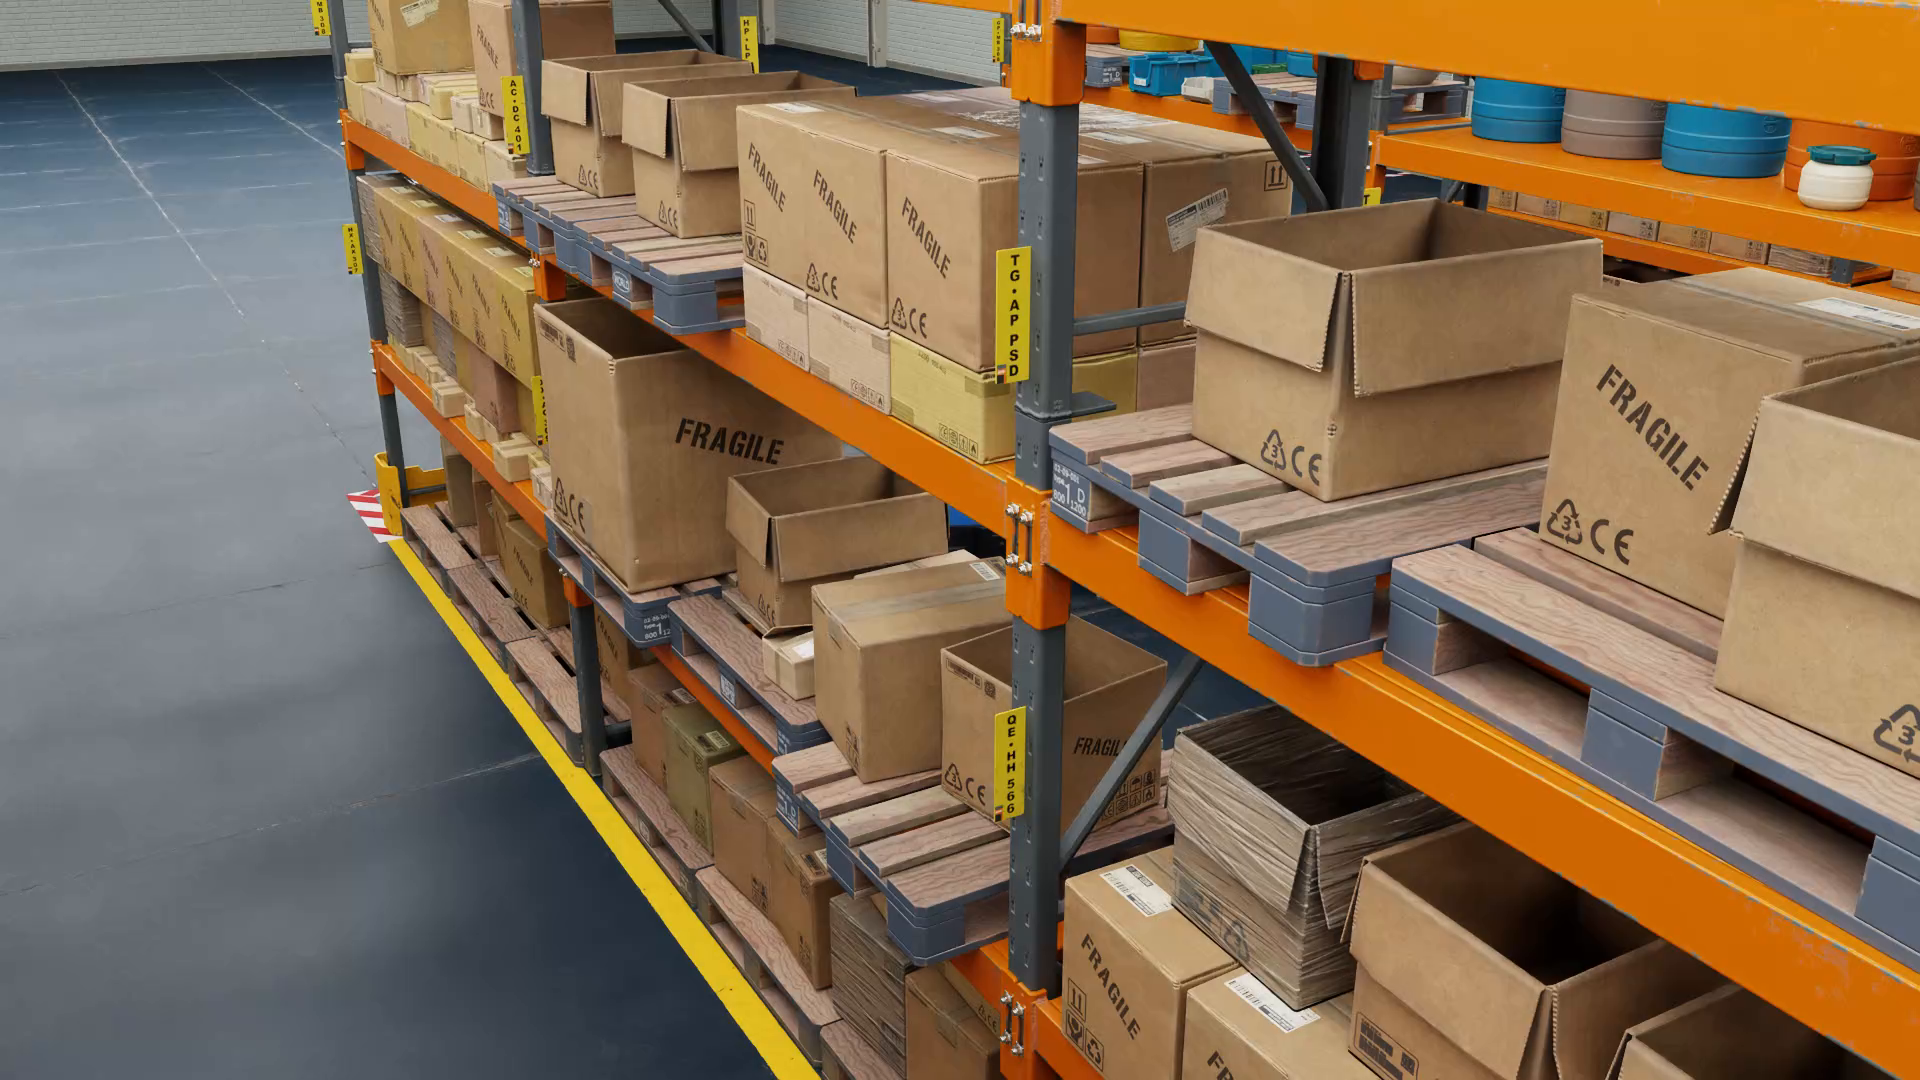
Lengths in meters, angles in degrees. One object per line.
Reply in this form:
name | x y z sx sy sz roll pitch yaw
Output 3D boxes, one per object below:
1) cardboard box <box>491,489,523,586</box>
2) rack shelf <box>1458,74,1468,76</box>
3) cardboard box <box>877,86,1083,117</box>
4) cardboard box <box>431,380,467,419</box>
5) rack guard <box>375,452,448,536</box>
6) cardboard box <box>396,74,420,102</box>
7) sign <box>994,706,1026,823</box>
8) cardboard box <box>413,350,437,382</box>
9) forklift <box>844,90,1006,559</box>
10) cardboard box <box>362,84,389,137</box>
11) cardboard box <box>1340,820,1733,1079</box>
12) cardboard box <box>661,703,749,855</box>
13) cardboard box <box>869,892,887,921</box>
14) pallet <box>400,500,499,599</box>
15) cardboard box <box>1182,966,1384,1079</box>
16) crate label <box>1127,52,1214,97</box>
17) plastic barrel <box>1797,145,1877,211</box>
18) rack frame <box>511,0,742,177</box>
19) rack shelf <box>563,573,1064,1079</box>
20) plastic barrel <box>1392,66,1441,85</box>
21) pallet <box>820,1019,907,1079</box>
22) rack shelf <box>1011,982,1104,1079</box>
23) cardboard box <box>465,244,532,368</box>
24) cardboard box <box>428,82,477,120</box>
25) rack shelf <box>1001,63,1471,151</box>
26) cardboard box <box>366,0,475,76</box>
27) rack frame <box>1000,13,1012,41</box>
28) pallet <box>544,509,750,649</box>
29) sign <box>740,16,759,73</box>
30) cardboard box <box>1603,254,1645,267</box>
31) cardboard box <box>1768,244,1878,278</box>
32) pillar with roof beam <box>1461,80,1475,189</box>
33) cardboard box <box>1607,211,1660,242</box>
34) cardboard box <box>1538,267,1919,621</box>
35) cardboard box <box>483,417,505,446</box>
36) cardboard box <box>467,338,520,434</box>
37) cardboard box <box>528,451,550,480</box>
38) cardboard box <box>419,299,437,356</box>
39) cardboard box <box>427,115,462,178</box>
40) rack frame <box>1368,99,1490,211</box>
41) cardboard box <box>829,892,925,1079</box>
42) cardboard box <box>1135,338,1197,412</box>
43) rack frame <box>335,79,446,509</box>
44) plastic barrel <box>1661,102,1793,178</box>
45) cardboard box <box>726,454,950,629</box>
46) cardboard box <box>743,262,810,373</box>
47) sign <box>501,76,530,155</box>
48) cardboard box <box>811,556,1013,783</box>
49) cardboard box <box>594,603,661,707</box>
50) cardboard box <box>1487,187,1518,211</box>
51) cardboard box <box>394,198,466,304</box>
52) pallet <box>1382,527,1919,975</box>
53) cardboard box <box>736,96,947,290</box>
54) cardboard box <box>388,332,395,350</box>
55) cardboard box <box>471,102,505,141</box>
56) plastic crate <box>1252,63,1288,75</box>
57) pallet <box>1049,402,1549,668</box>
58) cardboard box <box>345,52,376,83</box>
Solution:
cardboard box | -2.546 -0.037 10.182 0.500 0.500 0.500 -10 24 -23
rack shelf | 6.050 -3.913 13.926 1.077 0.370 4.000 -13 25 -28
cardboard box | 0.059 -1.205 5.513 0.500 0.500 0.500 -13 26 -30
cardboard box | -2.866 -0.841 9.730 0.380 0.149 0.250 -13 25 -28
rack guard | -3.451 -0.417 11.673 1.175 0.500 0.348 -13 25 -28
cardboard box | -2.912 -2.543 9.271 0.380 0.149 0.250 -14 26 -31
sign | 0.135 0.598 4.424 0.100 0.325 0.005 -13 25 -28
cardboard box | -3.177 -1.100 10.367 0.380 0.149 0.250 -13 25 -28
forklift | -0.624 -1.350 10.740 3.031 2.935 1.130 -1 22 -2
cardboard box | -3.197 -2.548 9.812 0.500 0.250 0.500 -13 26 -29
cardboard box | 1.287 0.930 3.574 0.797 0.503 0.637 -12 25 -27
cardboard box | -0.924 1.011 7.577 0.700 0.500 0.500 -13 25 -29
cardboard box | -0.051 1.216 6.075 0.500 0.250 0.500 -10 24 -22
pallet | -3.066 -0.013 11.064 1.003 0.211 1.213 -13 25 -28
cardboard box | 0.877 1.320 3.947 0.500 0.500 0.500 -13 26 -30
crate label | 1.441 -3.203 11.423 0.502 0.251 0.408 -13 25 -28
plastic barrel | 4.005 -1.655 7.599 0.301 0.262 0.301 0 22 0
rack frame | -1.446 -3.084 6.948 1.000 3.000 0.127 -13 25 -28
rack shelf | -0.424 0.676 6.620 1.077 0.370 4.000 -13 25 -28
plastic barrel | 2.761 -3.070 10.192 0.421 0.512 0.421 0 22 0
pallet | 0.199 2.029 6.040 1.003 0.211 1.213 -13 25 -28
rack shelf | 1.619 1.971 3.434 1.077 0.370 4.000 -13 25 -28
cardboard box | -2.169 -1.206 8.440 0.500 0.500 0.500 -13 25 -28
cardboard box | -2.538 -2.285 8.635 0.380 0.149 0.250 -11 25 -26
rack shelf | 1.790 -2.961 11.585 1.077 0.370 4.000 -13 25 -28
cardboard box | -2.963 -2.872 9.219 0.500 0.500 0.500 -13 25 -28
rack frame | 0.769 -5.331 12.477 1.000 3.000 0.127 -13 25 -28
pallet | -1.181 0.060 7.436 1.003 0.211 1.213 -13 25 -28
sign | -0.971 -2.224 7.606 0.100 0.325 0.005 -13 25 -28
cardboard box | 6.082 -2.335 15.170 0.500 0.500 0.500 -13 25 -28
cardboard box | 6.840 -2.398 13.094 0.700 0.500 0.500 -13 26 -30
pillar with roof beam | 3.621 -8.291 19.758 9.100 9.000 0.400 -13 25 -28
cardboard box | 6.050 -2.896 14.319 0.700 0.500 0.500 -12 25 -27
cardboard box | 1.487 -0.194 3.131 0.500 0.500 0.500 -11 25 -25
cardboard box | -2.405 -0.615 9.176 0.380 0.149 0.250 -13 25 -28
cardboard box | -2.190 -0.957 9.155 0.875 0.500 0.500 -13 25 -28
cardboard box | -2.004 -0.377 8.588 0.380 0.149 0.250 -13 25 -28
cardboard box | -2.874 -1.461 10.396 0.875 0.500 0.500 -13 25 -28
cardboard box | -2.426 -2.057 8.604 0.500 0.250 0.500 -13 25 -29
rack frame | 2.812 -1.257 10.421 1.000 3.000 0.127 -13 25 -28
cardboard box | -0.057 1.554 6.239 0.700 0.500 0.500 -15 27 -33
cardboard box | 0.576 -0.531 4.850 0.500 0.250 0.500 -12 25 -27
rack frame | -3.489 -1.599 11.263 1.000 3.000 0.127 -13 25 -28
plastic barrel | 3.926 -2.333 8.418 0.600 0.901 0.708 -13 25 -28
cardboard box | -0.481 -0.004 6.642 0.797 0.503 0.637 -10 24 -23
cardboard box | -0.376 -0.758 5.408 0.500 0.250 0.500 -12 25 -27
sign | -1.909 -1.827 7.152 0.100 0.325 0.005 -13 25 -28
cardboard box | -0.084 0.421 5.602 0.700 0.500 0.500 -9 24 -20
cardboard box | -1.616 0.522 8.806 0.500 0.500 0.500 -13 26 -30
cardboard box | 5.256 -3.396 15.551 0.700 0.500 0.500 -13 25 -28
cardboard box | -2.937 -1.692 9.634 0.500 0.500 0.500 -13 25 -28
pallet | 1.545 0.248 2.985 1.003 0.211 1.213 -11 25 -26
cardboard box | -0.373 -1.111 5.280 0.500 0.500 0.500 -12 25 -27
cardboard box | -3.549 -1.345 10.970 0.380 0.149 0.250 -13 25 -28
cardboard box | -2.121 -2.028 8.003 0.380 0.149 0.250 -14 26 -31
plastic crate | 2.240 -3.112 11.282 0.336 0.188 0.450 -13 25 -28
pallet | 0.972 -0.114 3.875 1.213 0.211 1.003 -11 25 -26
cardboard box | -3.498 -2.868 10.070 0.380 0.149 0.250 -12 25 -27
